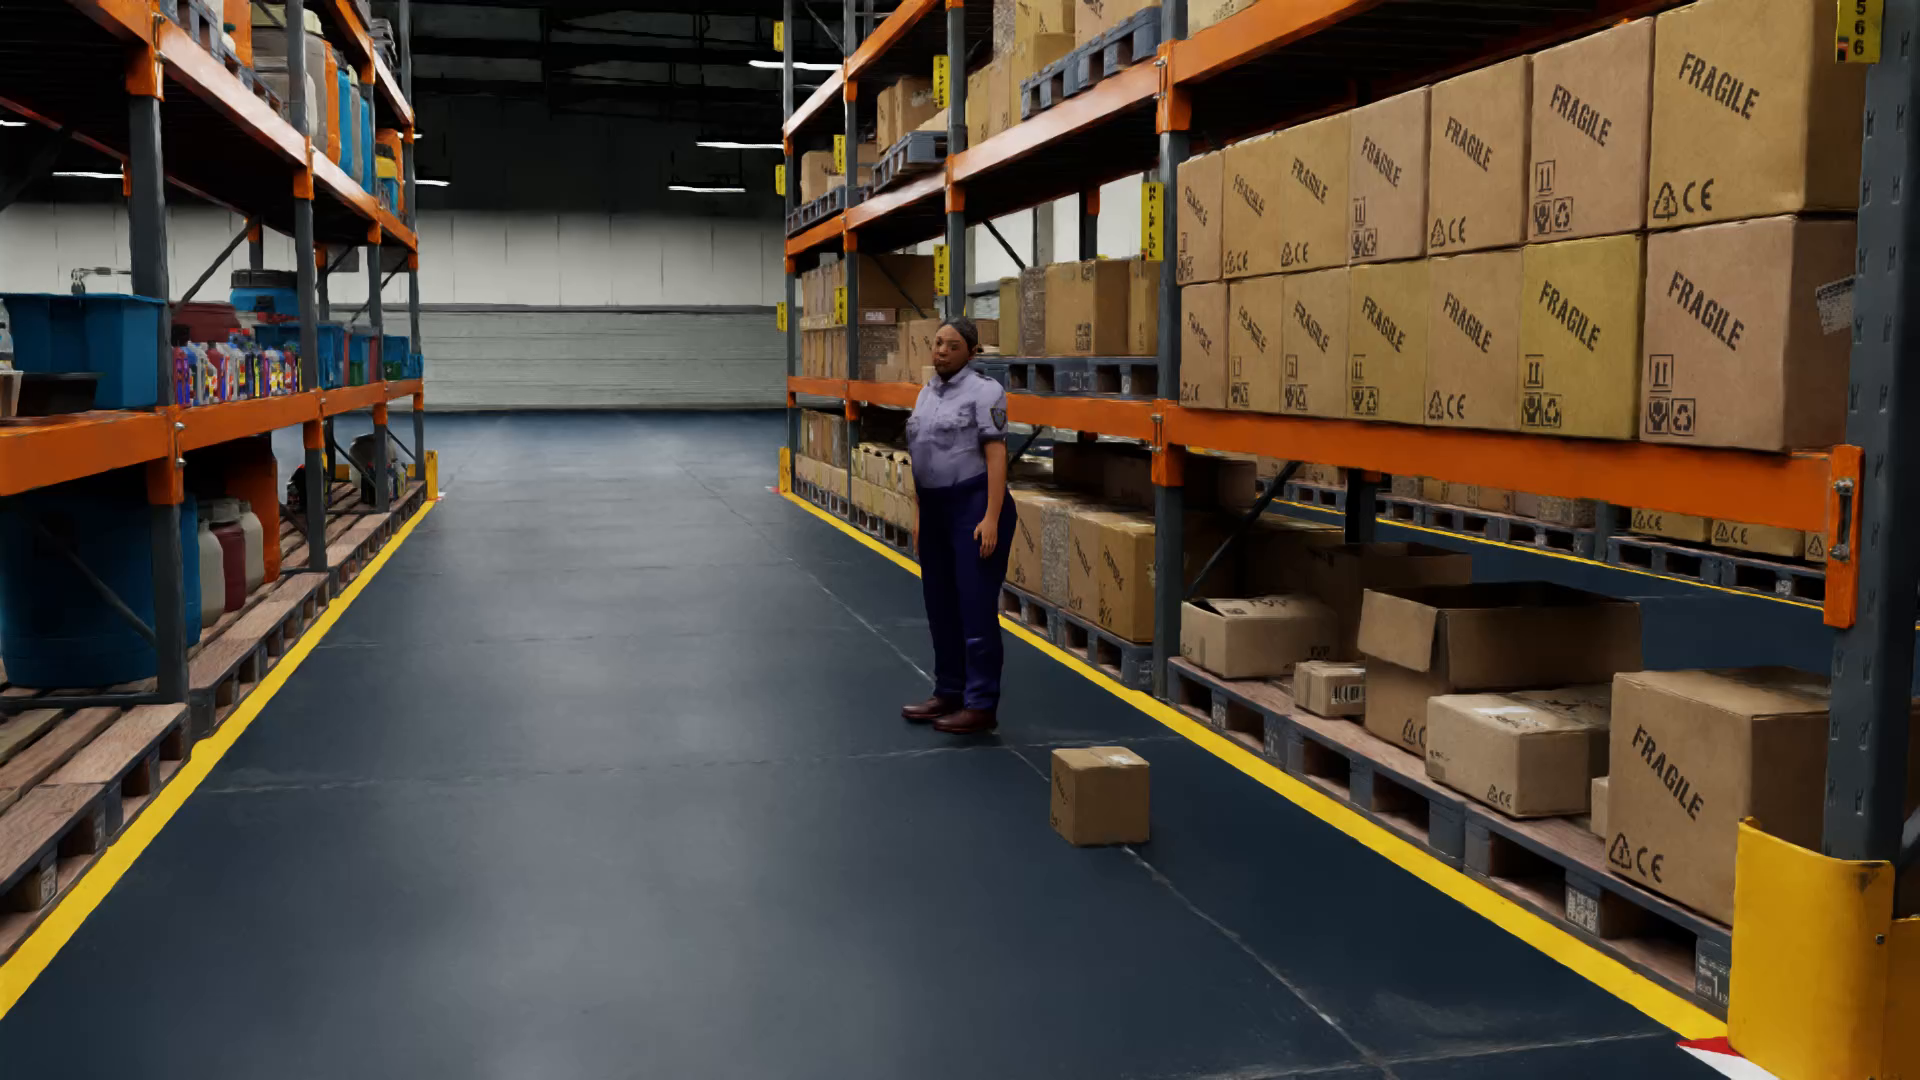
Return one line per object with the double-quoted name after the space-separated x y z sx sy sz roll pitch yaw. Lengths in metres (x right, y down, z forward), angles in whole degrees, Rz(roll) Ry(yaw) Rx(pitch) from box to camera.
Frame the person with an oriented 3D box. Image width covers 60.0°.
-0.039 -0.066 6.639 0.443 1.656 0.575 -5 8 -41 "person"
